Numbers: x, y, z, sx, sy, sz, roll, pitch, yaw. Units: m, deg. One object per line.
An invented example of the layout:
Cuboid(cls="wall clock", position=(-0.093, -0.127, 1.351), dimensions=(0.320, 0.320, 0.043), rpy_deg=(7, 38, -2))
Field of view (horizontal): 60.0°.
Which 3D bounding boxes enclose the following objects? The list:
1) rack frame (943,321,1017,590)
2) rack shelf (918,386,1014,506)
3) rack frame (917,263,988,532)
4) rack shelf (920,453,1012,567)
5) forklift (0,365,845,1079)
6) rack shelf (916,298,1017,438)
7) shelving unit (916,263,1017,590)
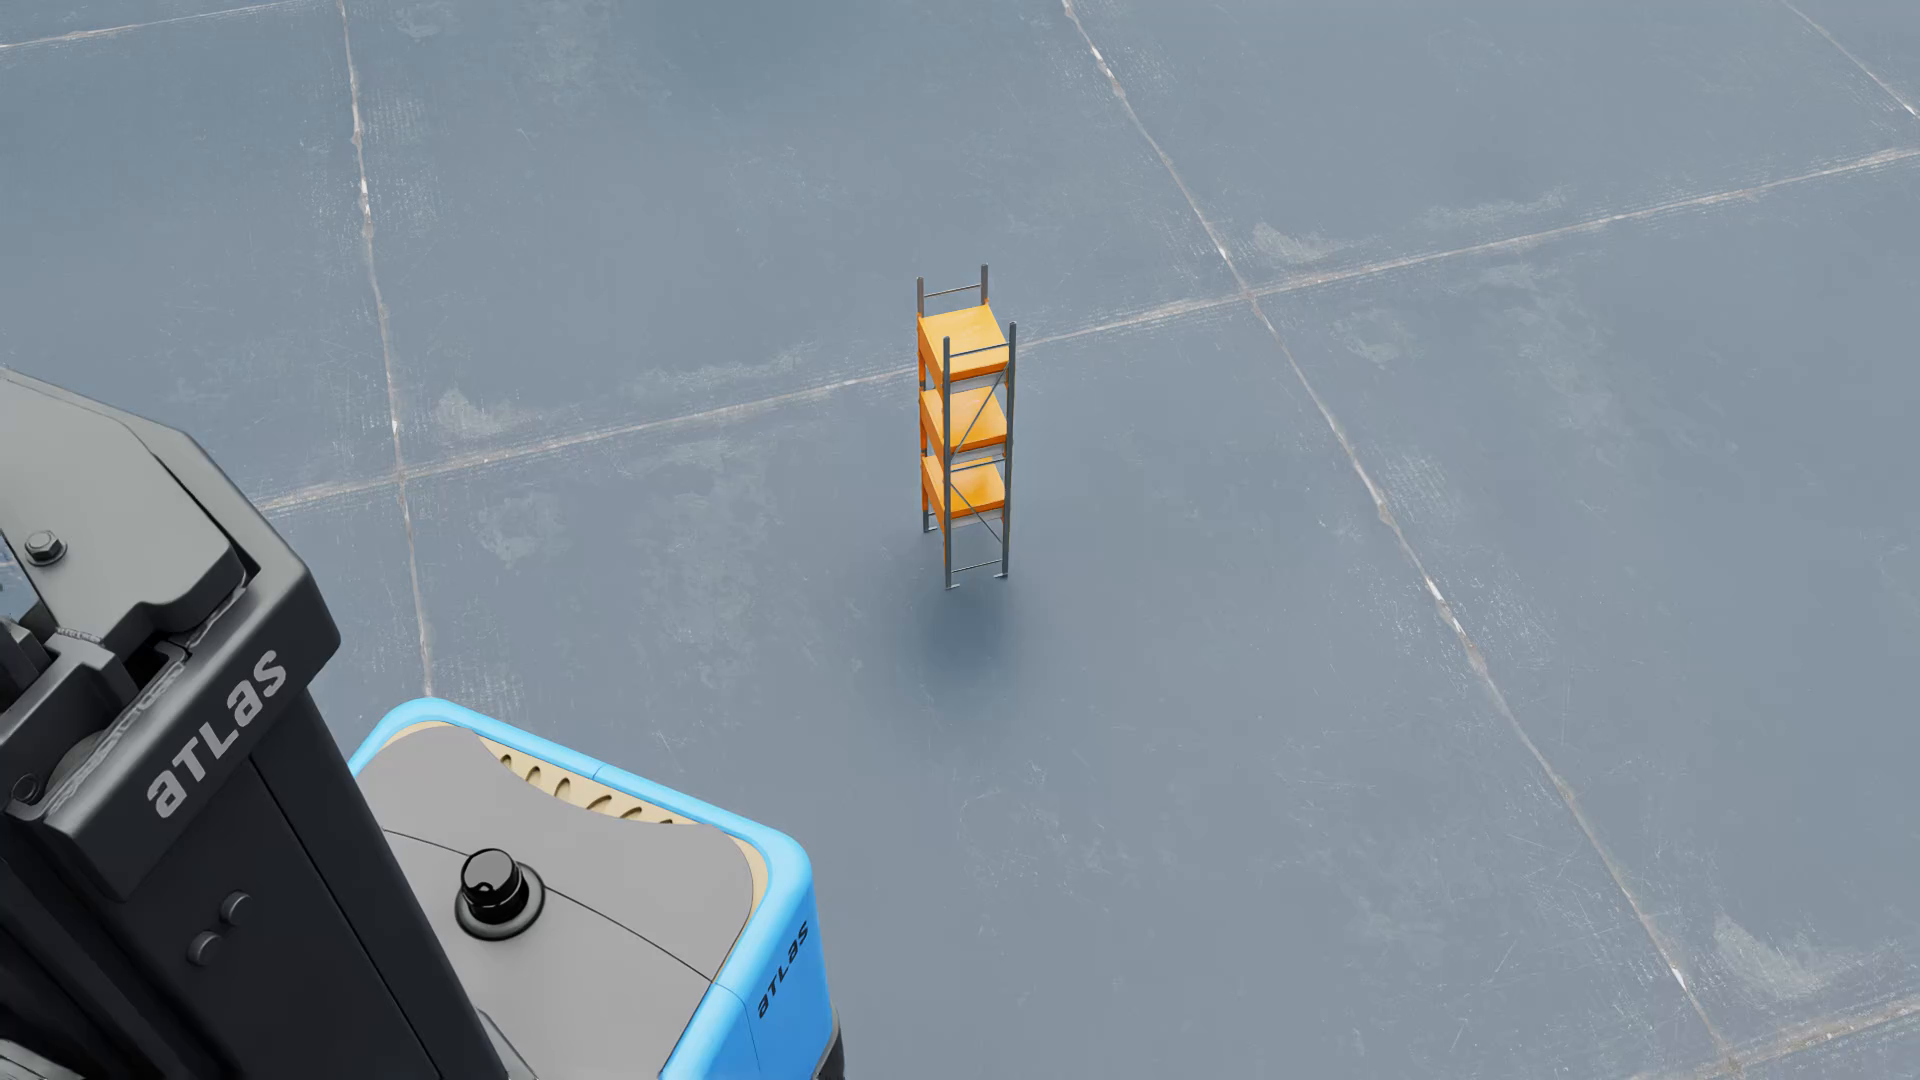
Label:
Cuboid(cls="rack frame", position=(0.052, -0.210, 4.741), dimensions=(0.200, 1.050, 0.008), rpy_deg=(-13, 51, -11))
Cuboid(cls="rack shelf", position=(0.016, -0.292, 4.824), dimensions=(0.215, 0.259, 0.240), rpy_deg=(-13, 51, -11))
Cuboid(cls="rack frame", position=(-0.020, -0.388, 4.891), dimensions=(0.200, 1.050, 0.008), rpy_deg=(-13, 51, -11))
Cuboid(cls="rack shelf", position=(0.016, -0.113, 5.036), dimensions=(0.215, 0.259, 0.240), rpy_deg=(-13, 51, -11))
Cuboid(cls="forklift", position=(-1.335, 1.248, 2.280), dimensions=(1.130, 2.935, 3.031), rpy_deg=(18, 52, 15))
Cuboid(cls="rack shelf", position=(0.016, -0.475, 4.607), dimensions=(0.215, 0.259, 0.240), rpy_deg=(-13, 51, -11))
Cuboid(cls="shelving unit", position=(0.016, -0.299, 4.816), dimensions=(0.215, 1.050, 0.252), rpy_deg=(-13, 51, -11))
